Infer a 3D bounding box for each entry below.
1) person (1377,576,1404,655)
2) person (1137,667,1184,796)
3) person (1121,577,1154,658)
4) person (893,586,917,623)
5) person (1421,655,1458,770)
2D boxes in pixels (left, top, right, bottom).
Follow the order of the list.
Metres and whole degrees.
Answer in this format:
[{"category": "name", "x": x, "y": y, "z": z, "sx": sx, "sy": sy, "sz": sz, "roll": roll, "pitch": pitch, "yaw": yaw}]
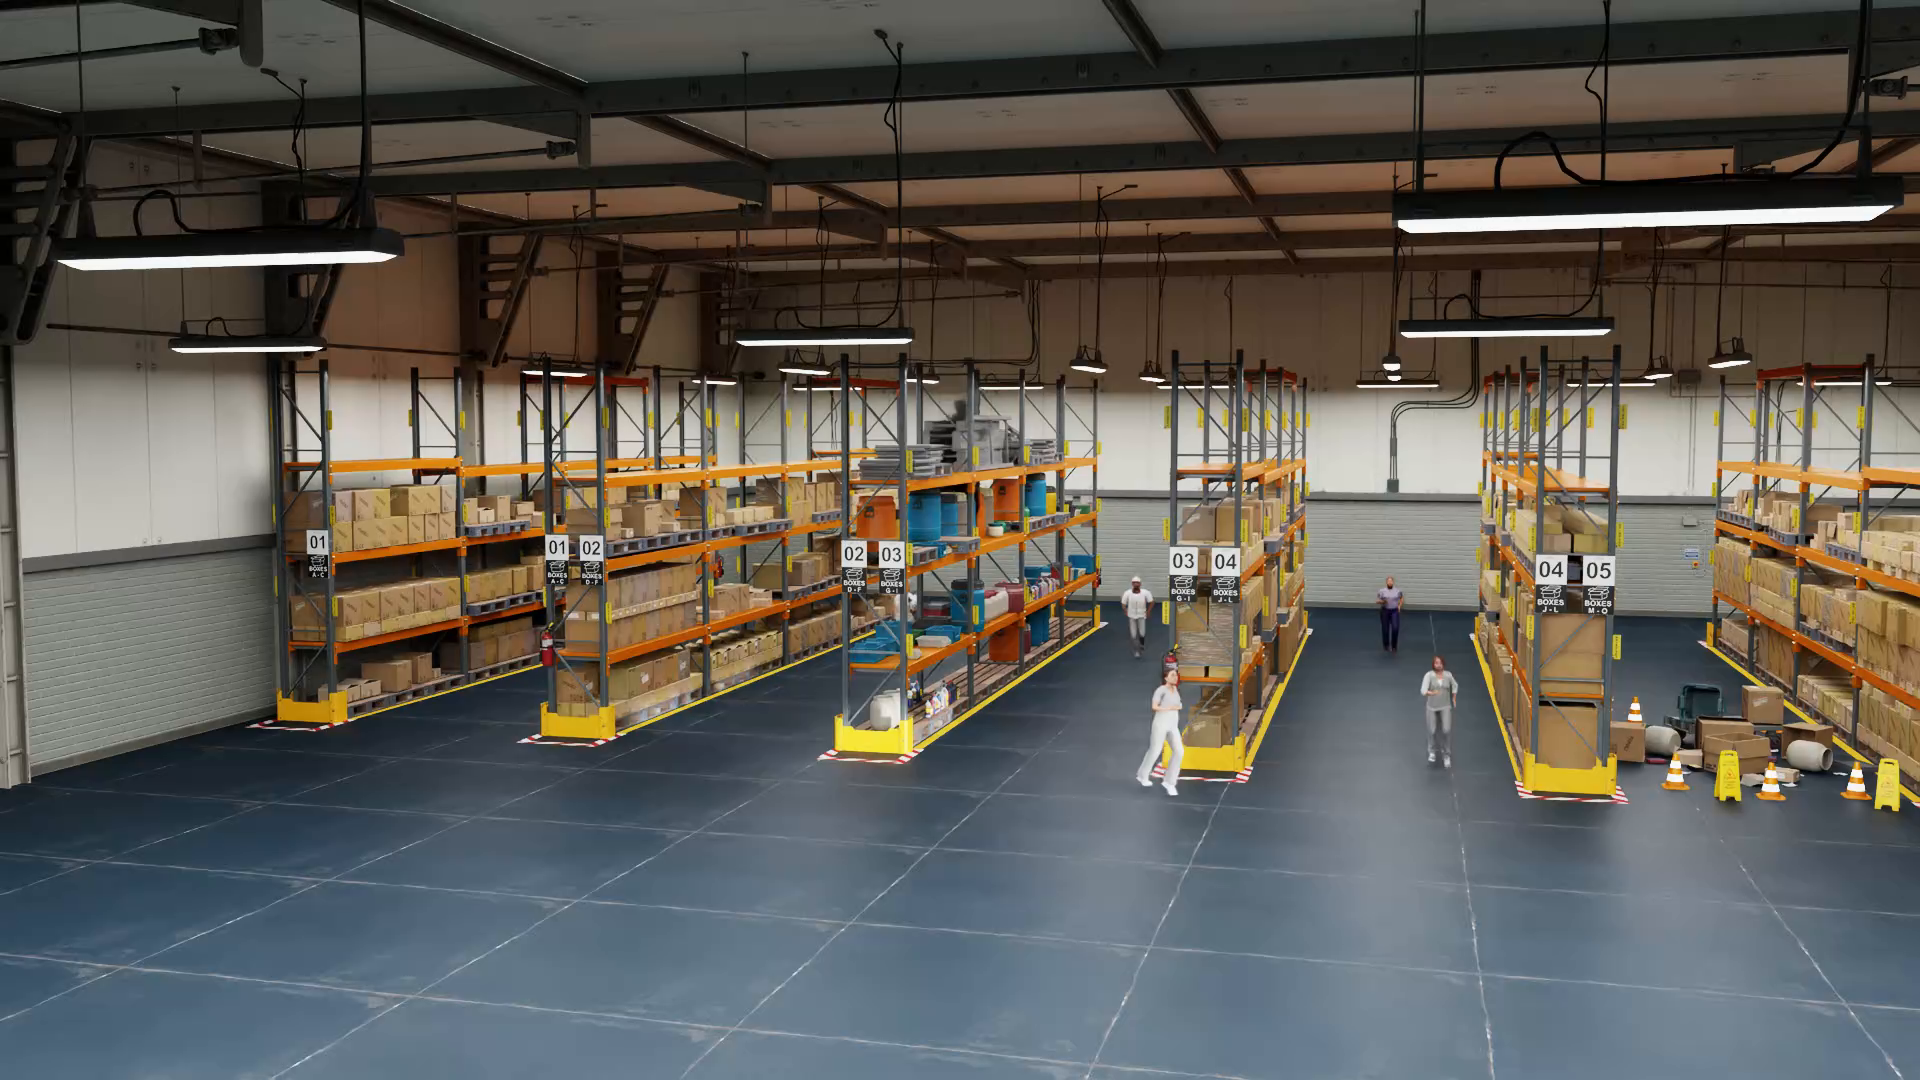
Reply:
[{"category": "person", "x": 9.233, "y": 1.634, "z": 35.694, "sx": 0.582, "sy": 1.679, "sz": 0.673, "roll": 1, "pitch": 4, "yaw": 12}, {"category": "person", "x": 2.762, "y": 2.565, "z": 22.448, "sx": 0.569, "sy": 1.725, "sz": 0.738, "roll": -3, "pitch": 5, "yaw": -35}, {"category": "person", "x": 3.715, "y": 1.625, "z": 34.900, "sx": 0.674, "sy": 1.721, "sz": 0.569, "roll": 1, "pitch": 4, "yaw": 10}, {"category": "person", "x": -1.120, "y": 1.688, "z": 34.497, "sx": 0.610, "sy": 1.644, "sz": 0.855, "roll": 1, "pitch": 4, "yaw": 8}, {"category": "person", "x": 6.916, "y": 2.483, "z": 24.001, "sx": 0.526, "sy": 1.648, "sz": 0.684, "roll": 1, "pitch": 4, "yaw": 13}]
